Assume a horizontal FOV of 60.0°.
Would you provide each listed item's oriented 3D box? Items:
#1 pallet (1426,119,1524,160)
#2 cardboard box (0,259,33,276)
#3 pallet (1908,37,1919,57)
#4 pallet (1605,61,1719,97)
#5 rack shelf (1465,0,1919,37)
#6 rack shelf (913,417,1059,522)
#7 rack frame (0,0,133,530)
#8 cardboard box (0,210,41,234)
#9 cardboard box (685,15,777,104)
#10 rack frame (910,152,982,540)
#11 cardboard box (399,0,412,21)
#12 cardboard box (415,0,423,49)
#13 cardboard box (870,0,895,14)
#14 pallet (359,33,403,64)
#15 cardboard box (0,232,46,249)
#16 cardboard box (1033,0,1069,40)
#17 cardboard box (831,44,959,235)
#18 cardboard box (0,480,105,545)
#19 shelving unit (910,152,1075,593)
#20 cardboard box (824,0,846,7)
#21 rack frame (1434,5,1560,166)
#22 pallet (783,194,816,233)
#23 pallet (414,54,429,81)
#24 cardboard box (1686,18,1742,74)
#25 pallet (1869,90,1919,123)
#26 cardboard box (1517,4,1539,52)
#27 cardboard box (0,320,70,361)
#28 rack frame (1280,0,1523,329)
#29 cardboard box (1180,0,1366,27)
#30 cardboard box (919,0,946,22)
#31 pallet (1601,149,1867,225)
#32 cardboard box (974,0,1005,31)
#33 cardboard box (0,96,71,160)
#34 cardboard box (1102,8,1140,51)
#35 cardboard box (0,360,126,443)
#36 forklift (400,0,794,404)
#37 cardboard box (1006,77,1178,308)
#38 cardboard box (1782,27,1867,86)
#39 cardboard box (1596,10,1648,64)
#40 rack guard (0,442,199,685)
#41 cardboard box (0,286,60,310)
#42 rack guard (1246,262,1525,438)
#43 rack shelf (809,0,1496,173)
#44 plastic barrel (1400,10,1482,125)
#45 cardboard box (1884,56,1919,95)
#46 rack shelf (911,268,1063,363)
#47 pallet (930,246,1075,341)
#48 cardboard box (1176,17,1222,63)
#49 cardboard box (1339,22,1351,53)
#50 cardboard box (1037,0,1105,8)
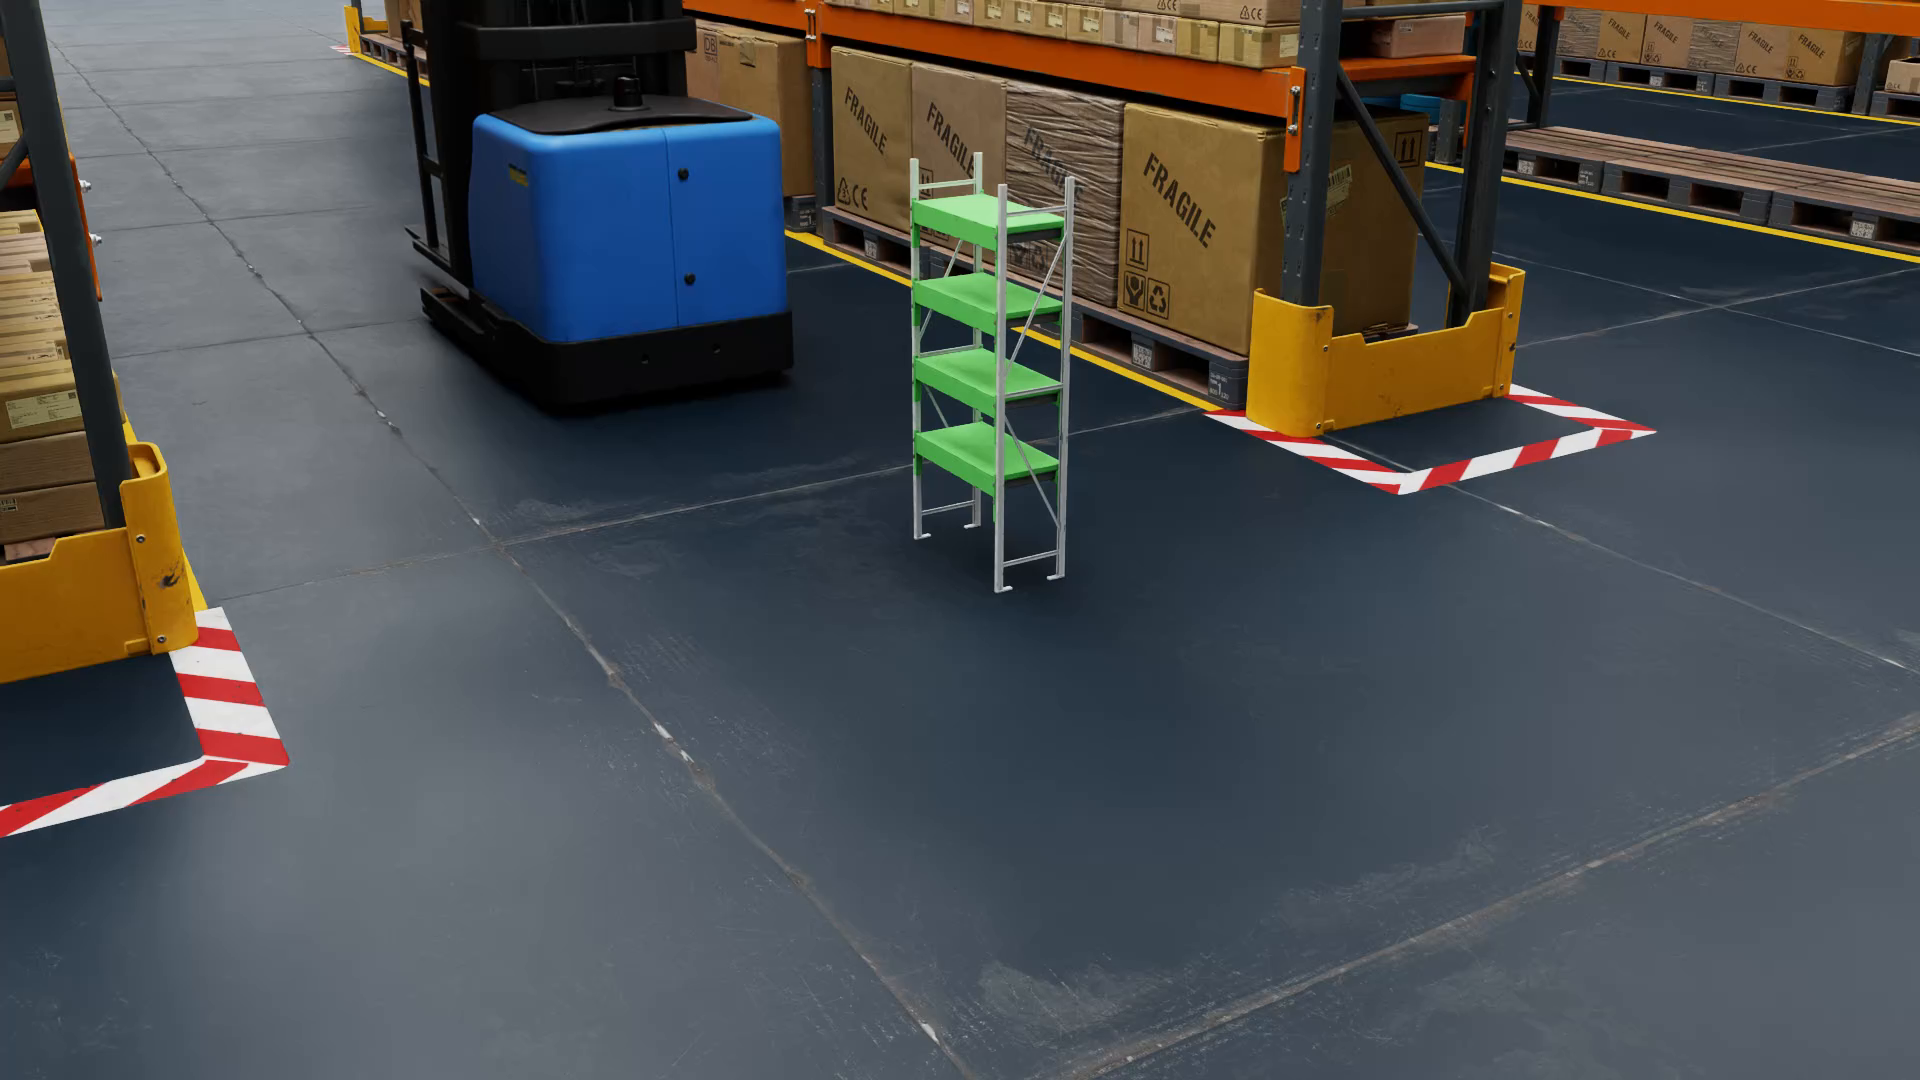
[{"bbox_3d":[3.525,-3.153,12.787,1.003,0.211,1.213,-13,25,-28],"label":"pallet"},{"bbox_3d":[-3.523,-0.887,5.949,0.380,0.149,0.250,-13,25,-28],"label":"cardboard box"},{"bbox_3d":[11.314,-5.431,18.393,1.003,0.211,1.213,-13,25,-28],"label":"pallet"},{"bbox_3d":[7.068,-4.498,16.097,1.003,0.211,1.213,-13,25,-28],"label":"pallet"},{"bbox_3d":[4.905,-3.206,10.171,1.077,0.370,4.000,-13,25,-28],"label":"rack shelf"},{"bbox_3d":[0.085,-0.221,5.068,0.258,0.148,0.480,-13,25,-28],"label":"rack shelf"},{"bbox_3d":[-2.647,-1.018,3.832,1.000,3.000,0.127,-13,25,-28],"label":"rack frame"},{"bbox_3d":[-3.987,-1.243,6.823,0.380,0.149,0.250,-13,25,-29],"label":"cardboard box"},{"bbox_3d":[-1.176,-2.937,10.817,1.225,0.875,0.875,-14,26,-30],"label":"cardboard box"},{"bbox_3d":[-0.040,-0.581,5.148,0.240,1.200,0.015,-13,25,-28],"label":"rack frame"},{"bbox_3d":[-5.865,-5.763,18.268,0.500,0.500,0.500,-6,23,-14],"label":"cardboard box"},{"bbox_3d":[-5.315,-5.367,17.294,0.500,0.500,0.500,-15,27,-33],"label":"cardboard box"},{"bbox_3d":[-0.241,-2.788,8.520,0.380,0.149,0.250,-12,25,-27],"label":"cardboard box"},{"bbox_3d":[-6.081,-5.532,18.642,1.003,0.211,1.213,-13,25,-28],"label":"pallet"},{"bbox_3d":[-3.704,-1.074,6.408,0.380,0.149,0.250,-14,26,-31],"label":"cardboard box"},{"bbox_3d":[0.547,-2.289,7.293,0.380,0.149,0.250,-13,25,-28],"label":"cardboard box"},{"bbox_3d":[-0.107,-2.215,9.042,0.875,0.875,0.875,-13,25,-28],"label":"cardboard box"},{"bbox_3d":[-2.640,-0.123,4.858,0.380,0.149,0.250,-12,25,-27],"label":"cardboard box"},{"bbox_3d":[0.085,-0.502,4.954,0.258,1.200,0.503,-13,25,-28],"label":"shelving unit"},{"bbox_3d":[-0.510,-2.958,8.939,0.380,0.149,0.250,-13,25,-28],"label":"cardboard box"},{"bbox_3d":[3.883,-4.187,11.628,1.000,3.000,0.127,-13,25,-28],"label":"rack frame"},{"bbox_3d":[-0.834,-2.177,10.388,1.003,0.211,1.213,-13,25,-28],"label":"pallet"},{"bbox_3d":[-4.835,-4.742,16.699,1.003,0.211,1.213,-13,25,-28],"label":"pallet"},{"bbox_3d":[7.144,-4.613,15.412,0.500,0.500,0.500,-12,25,-28],"label":"cardboard box"},{"bbox_3d":[8.493,-3.624,13.947,1.003,0.211,1.213,-13,25,-28],"label":"pallet"},{"bbox_3d":[6.087,-5.276,17.045,0.500,0.500,0.500,-11,25,-26],"label":"cardboard box"},{"bbox_3d":[-2.886,-0.574,5.180,0.380,0.149,0.250,-13,25,-28],"label":"cardboard box"},{"bbox_3d":[1.668,-1.939,6.099,1.000,3.000,0.127,-13,25,-28],"label":"rack frame"},{"bbox_3d":[1.192,-2.113,6.331,0.500,0.250,0.500,-13,26,-29],"label":"cardboard box"},{"bbox_3d":[0.026,-2.620,8.108,0.380,0.149,0.250,-13,25,-29],"label":"cardboard box"},{"bbox_3d":[4.919,-2.269,10.613,1.003,0.211,1.213,-13,25,-28],"label":"pallet"},{"bbox_3d":[0.288,-2.454,7.698,0.380,0.149,0.250,-13,26,-30],"label":"cardboard box"},{"bbox_3d":[-2.531,-1.069,4.292,0.380,0.149,0.250,-13,25,-29],"label":"cardboard box"},{"bbox_3d":[0.814,-2.121,6.880,0.380,0.149,0.250,-12,25,-27],"label":"cardboard box"},{"bbox_3d":[-2.623,-0.402,4.756,0.380,0.149,0.250,-14,26,-31],"label":"cardboard box"},{"bbox_3d":[-1.876,-2.392,7.304,1.130,2.935,3.031,-13,25,-28],"label":"forklift"},{"bbox_3d":[0.808,-1.636,7.616,0.875,0.875,0.875,-13,25,-28],"label":"cardboard box"},{"bbox_3d":[7.645,-4.289,14.614,0.500,0.500,0.500,-13,25,-29],"label":"cardboard box"},{"bbox_3d":[6.611,-4.945,16.229,0.500,0.500,0.500,-13,25,-29],"label":"cardboard box"},{"bbox_3d":[-2.686,0.116,4.363,1.175,0.500,0.348,-13,25,-28],"label":"rack guard"},{"bbox_3d":[-3.217,-0.730,5.563,0.380,0.149,0.250,-12,25,-26],"label":"cardboard box"},{"bbox_3d":[1.680,-0.773,6.550,1.175,0.500,0.348,-13,25,-28],"label":"rack guard"},{"bbox_3d":[0.647,-2.253,7.827,1.077,0.370,4.000,-13,25,-28],"label":"rack shelf"},{"bbox_3d":[3.620,-3.588,12.385,0.600,0.901,0.708,-13,25,-28],"label":"plastic barrel"},{"bbox_3d":[8.172,-3.919,13.956,0.500,0.311,0.500,-13,25,-28],"label":"cardboard box"},{"bbox_3d":[0.085,-0.665,4.887,0.258,0.148,0.480,-13,25,-28],"label":"rack shelf"},{"bbox_3d":[0.573,-1.286,8.194,1.003,0.211,1.213,-13,25,-28],"label":"pallet"},{"bbox_3d":[1.069,-1.958,6.480,0.380,0.149,0.250,-12,25,-28],"label":"cardboard box"},{"bbox_3d":[1.638,-2.084,6.788,0.380,0.149,0.250,-13,25,-29],"label":"cardboard box"},{"bbox_3d":[0.674,-2.442,7.141,0.500,0.250,0.500,-14,26,-30],"label":"cardboard box"}]
